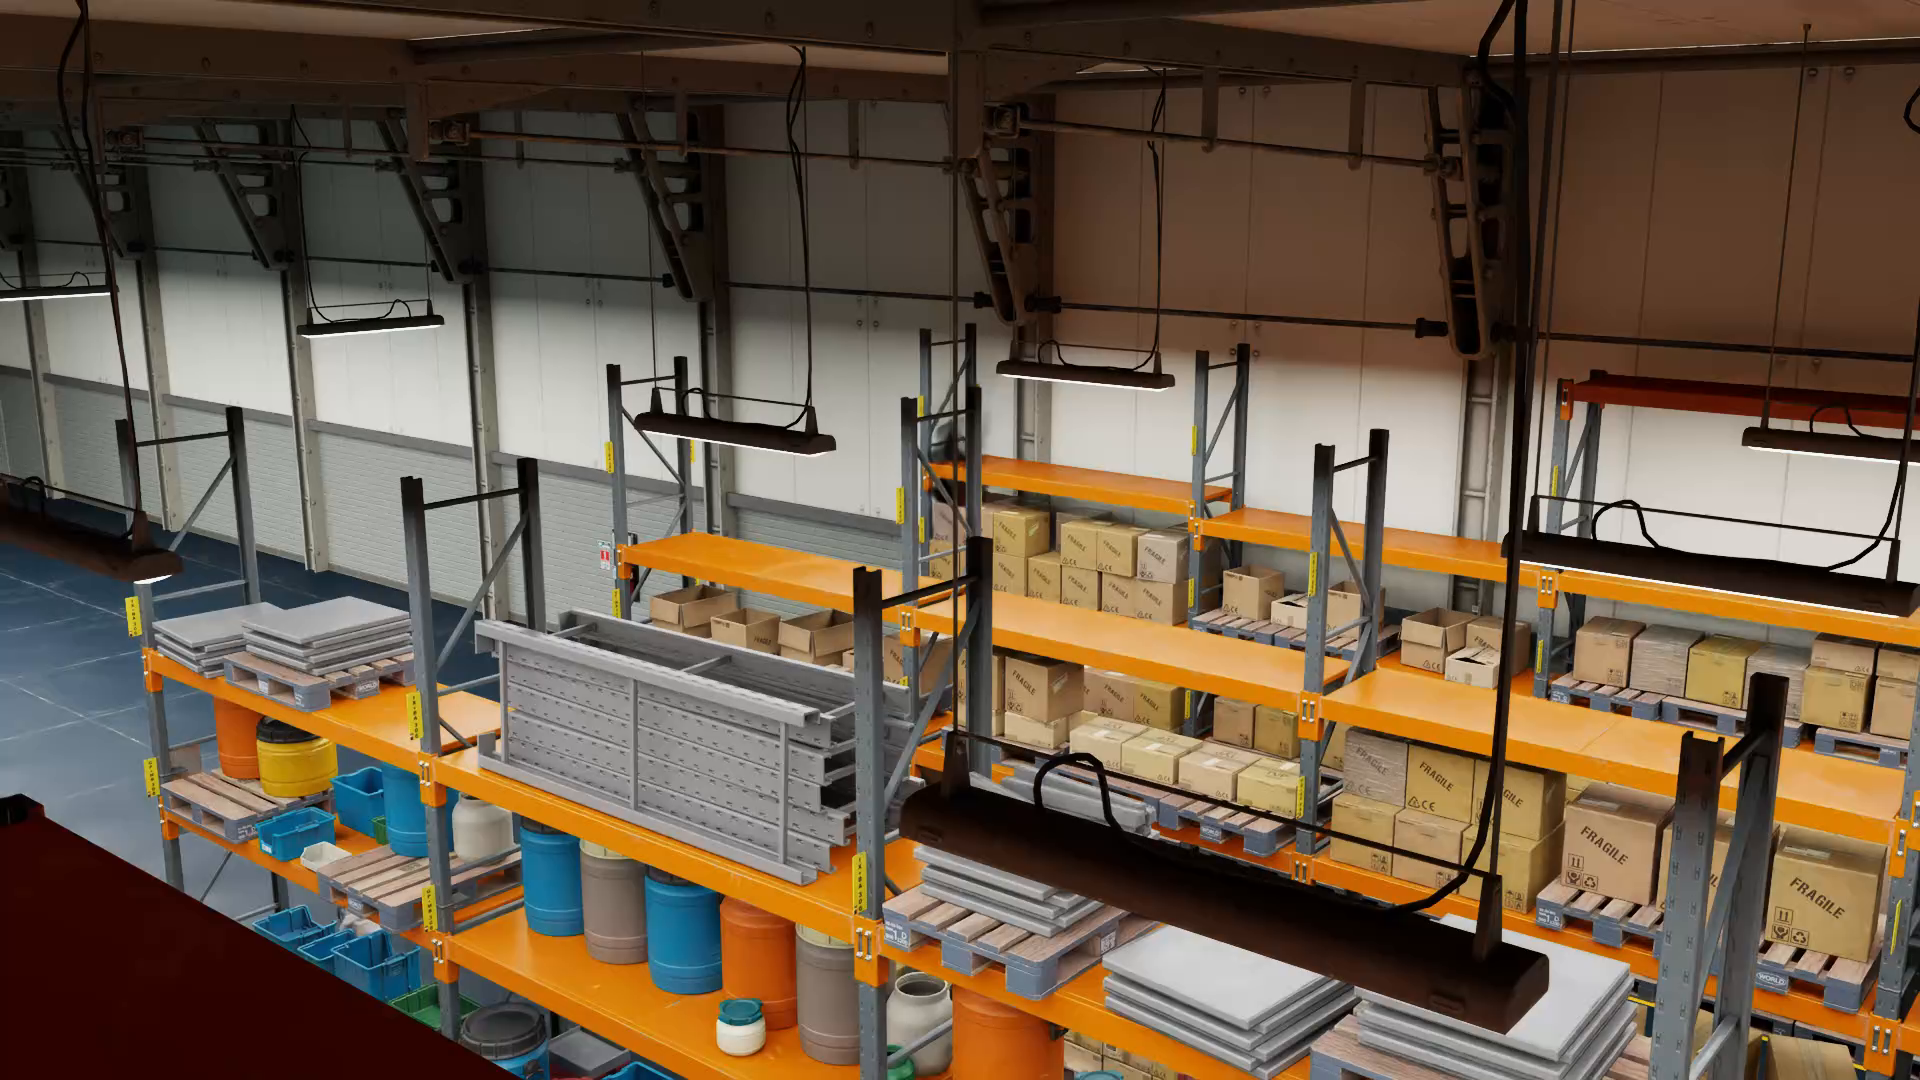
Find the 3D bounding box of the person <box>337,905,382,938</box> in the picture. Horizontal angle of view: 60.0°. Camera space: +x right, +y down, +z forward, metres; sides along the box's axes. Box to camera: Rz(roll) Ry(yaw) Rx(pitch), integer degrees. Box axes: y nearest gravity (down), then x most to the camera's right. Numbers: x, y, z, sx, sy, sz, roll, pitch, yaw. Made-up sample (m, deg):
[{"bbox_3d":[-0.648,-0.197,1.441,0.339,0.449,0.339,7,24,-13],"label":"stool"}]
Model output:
[{"bbox_3d":[-5.665,3.763,15.962,0.627,1.662,0.657,5,14,23],"label":"person"}]
